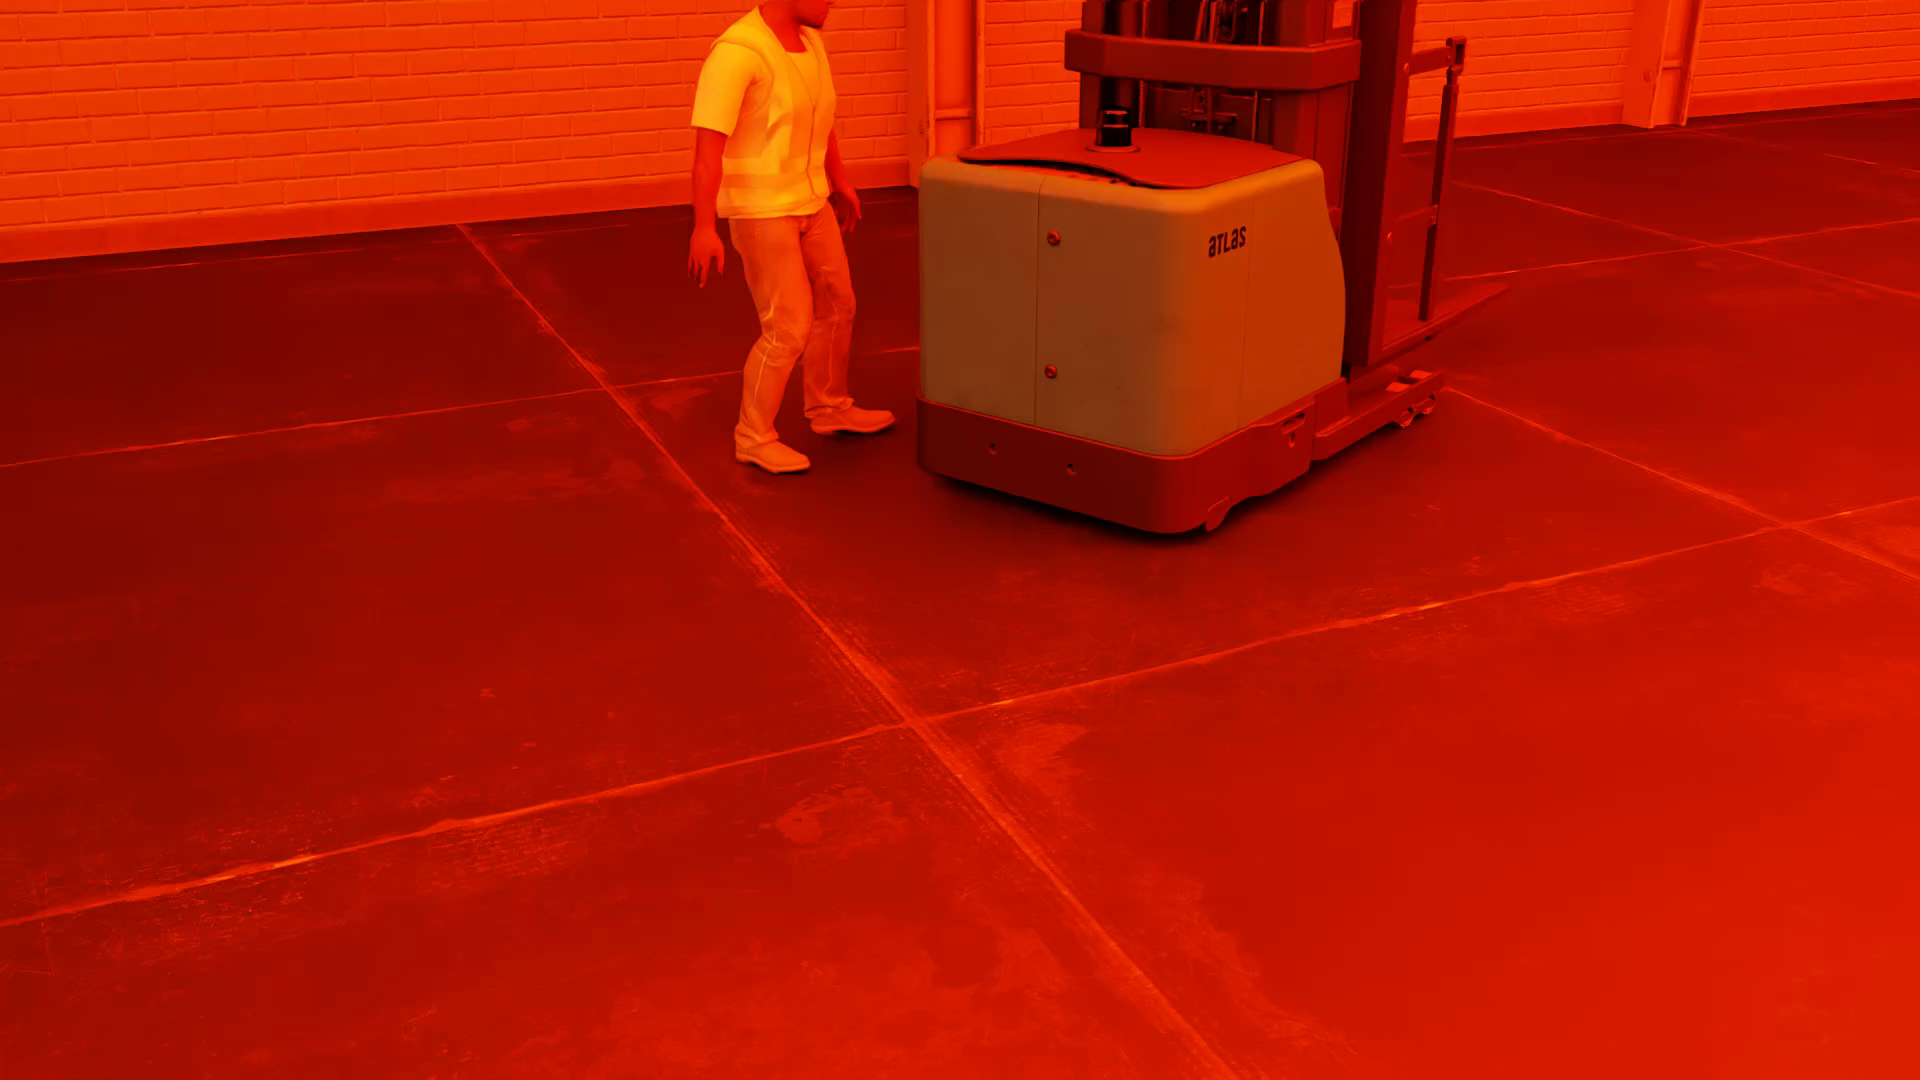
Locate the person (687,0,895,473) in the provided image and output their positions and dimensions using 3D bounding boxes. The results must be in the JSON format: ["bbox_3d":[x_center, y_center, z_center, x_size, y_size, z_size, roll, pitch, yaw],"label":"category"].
[{"bbox_3d":[-0.551,-1.096,5.484,0.431,1.735,0.850,10,25,22],"label":"person"}]

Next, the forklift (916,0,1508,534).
[{"bbox_3d":[1.162,-1.869,5.785,1.130,2.935,3.031,17,28,35],"label":"forklift"}]
